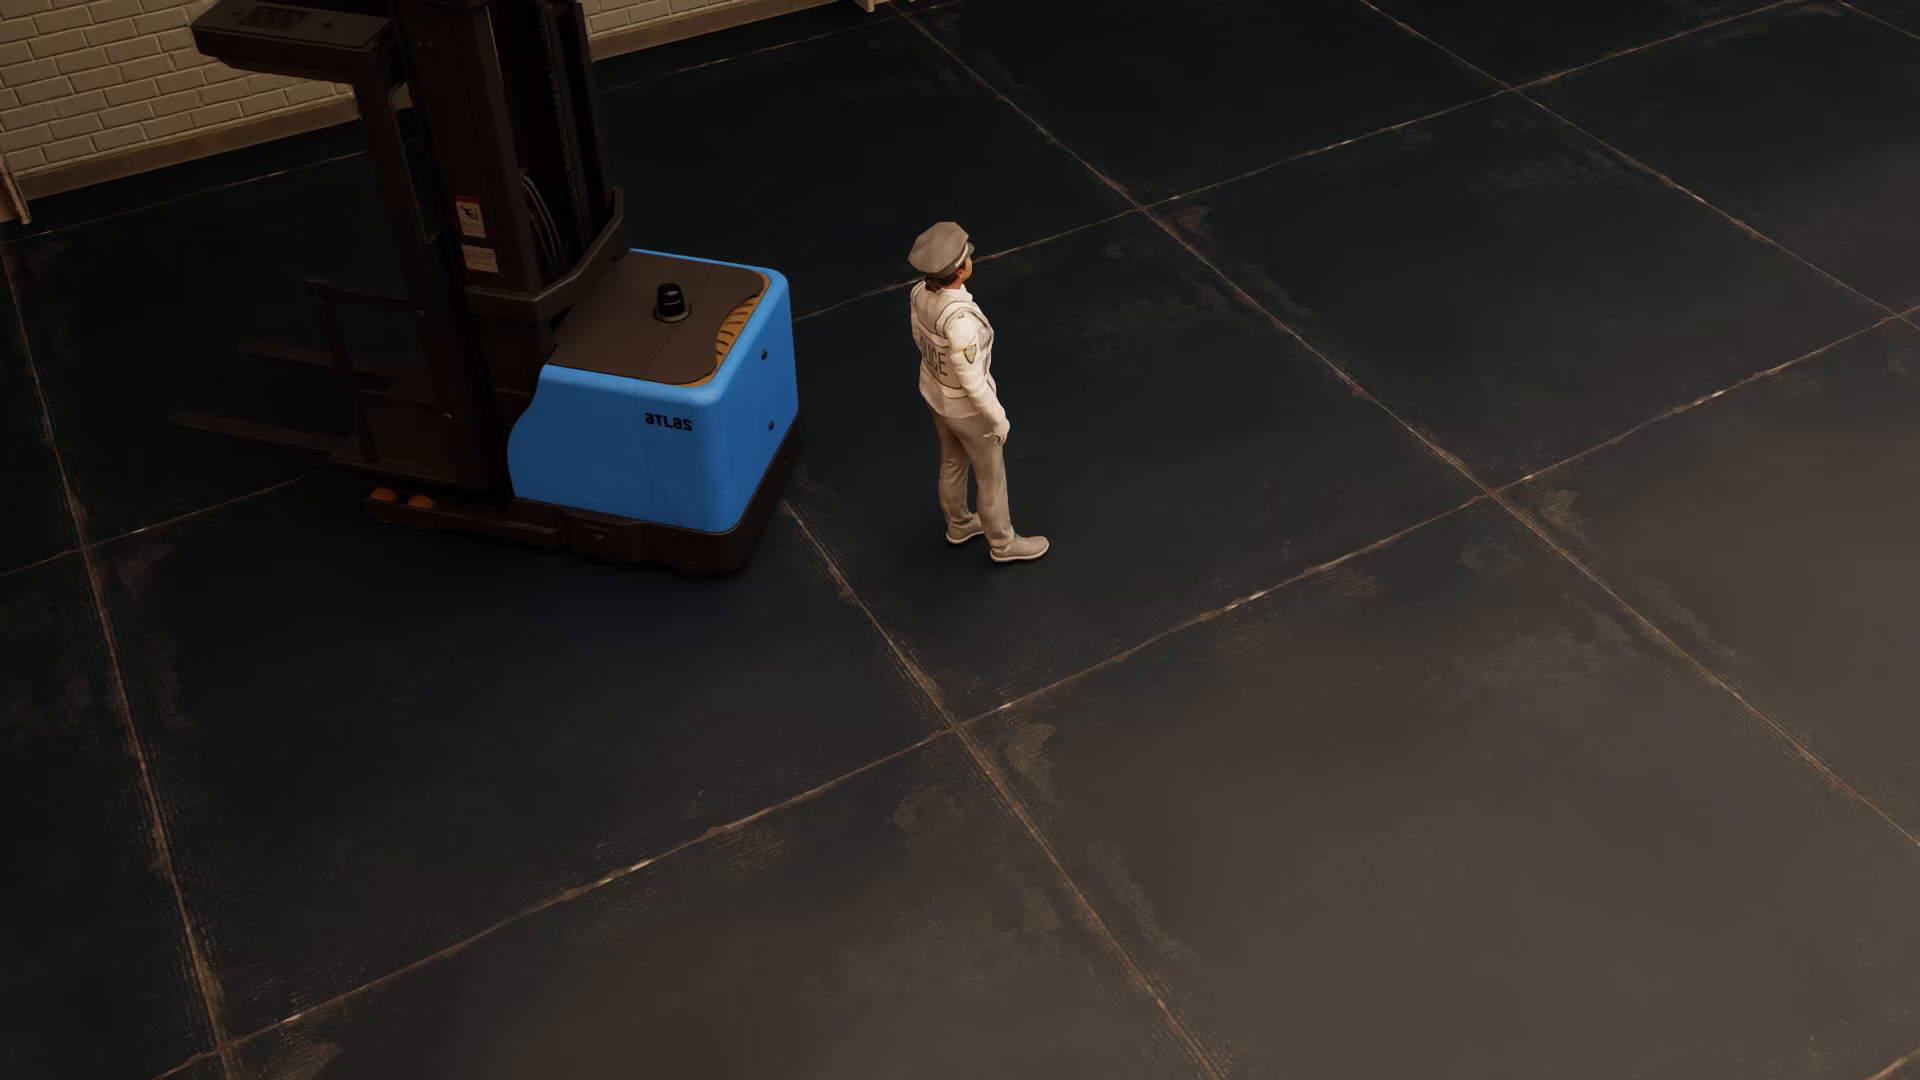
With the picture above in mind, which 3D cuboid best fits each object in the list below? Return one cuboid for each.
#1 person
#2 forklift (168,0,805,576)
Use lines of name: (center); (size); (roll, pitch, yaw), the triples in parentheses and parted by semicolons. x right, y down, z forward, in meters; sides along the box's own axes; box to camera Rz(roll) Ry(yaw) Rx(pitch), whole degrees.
person: (0.063, -0.646, 7.293); (0.530, 1.694, 0.586); (-21, 47, -21)
forklift: (-2.345, -1.460, 7.272); (3.031, 2.935, 1.130); (10, 44, 11)
